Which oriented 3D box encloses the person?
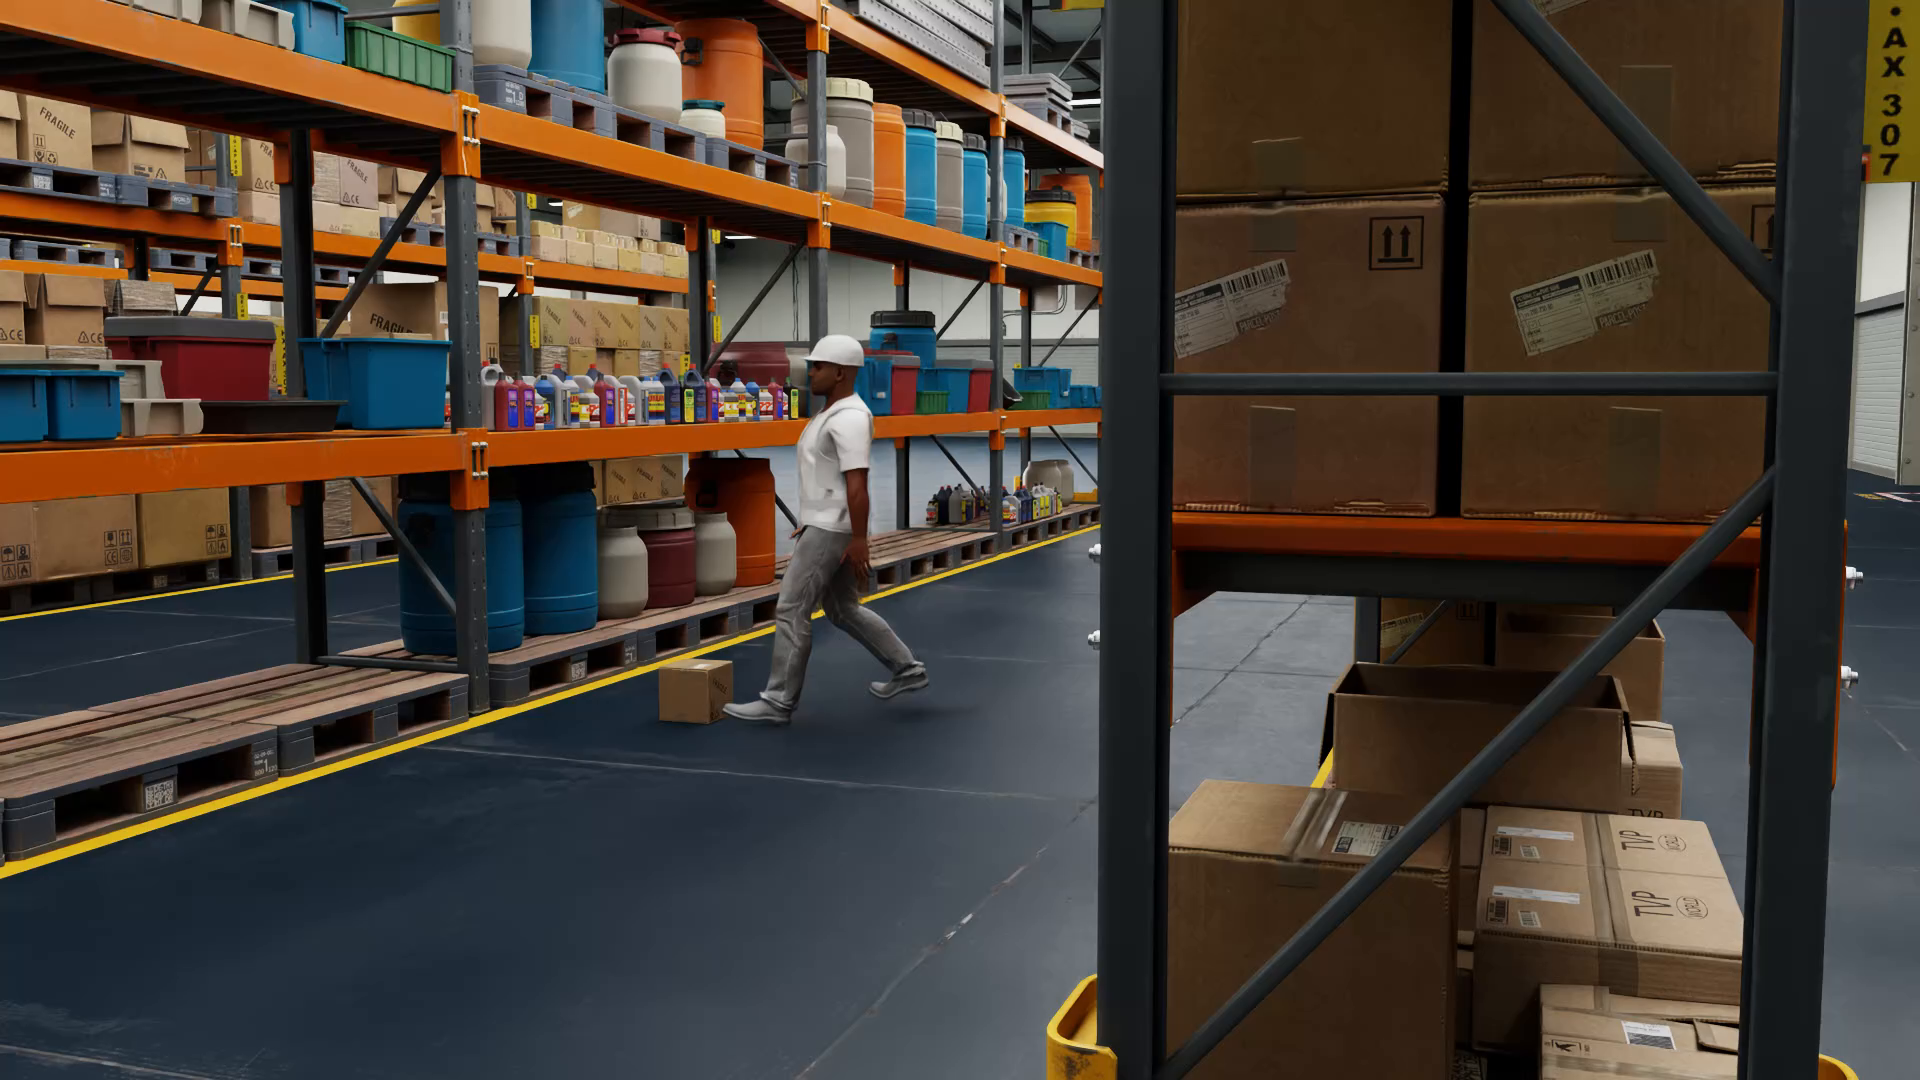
[{"bbox_3d":[-0.603,-0.055,7.525,0.943,1.734,0.598,0,5,-5],"label":"person"}]
